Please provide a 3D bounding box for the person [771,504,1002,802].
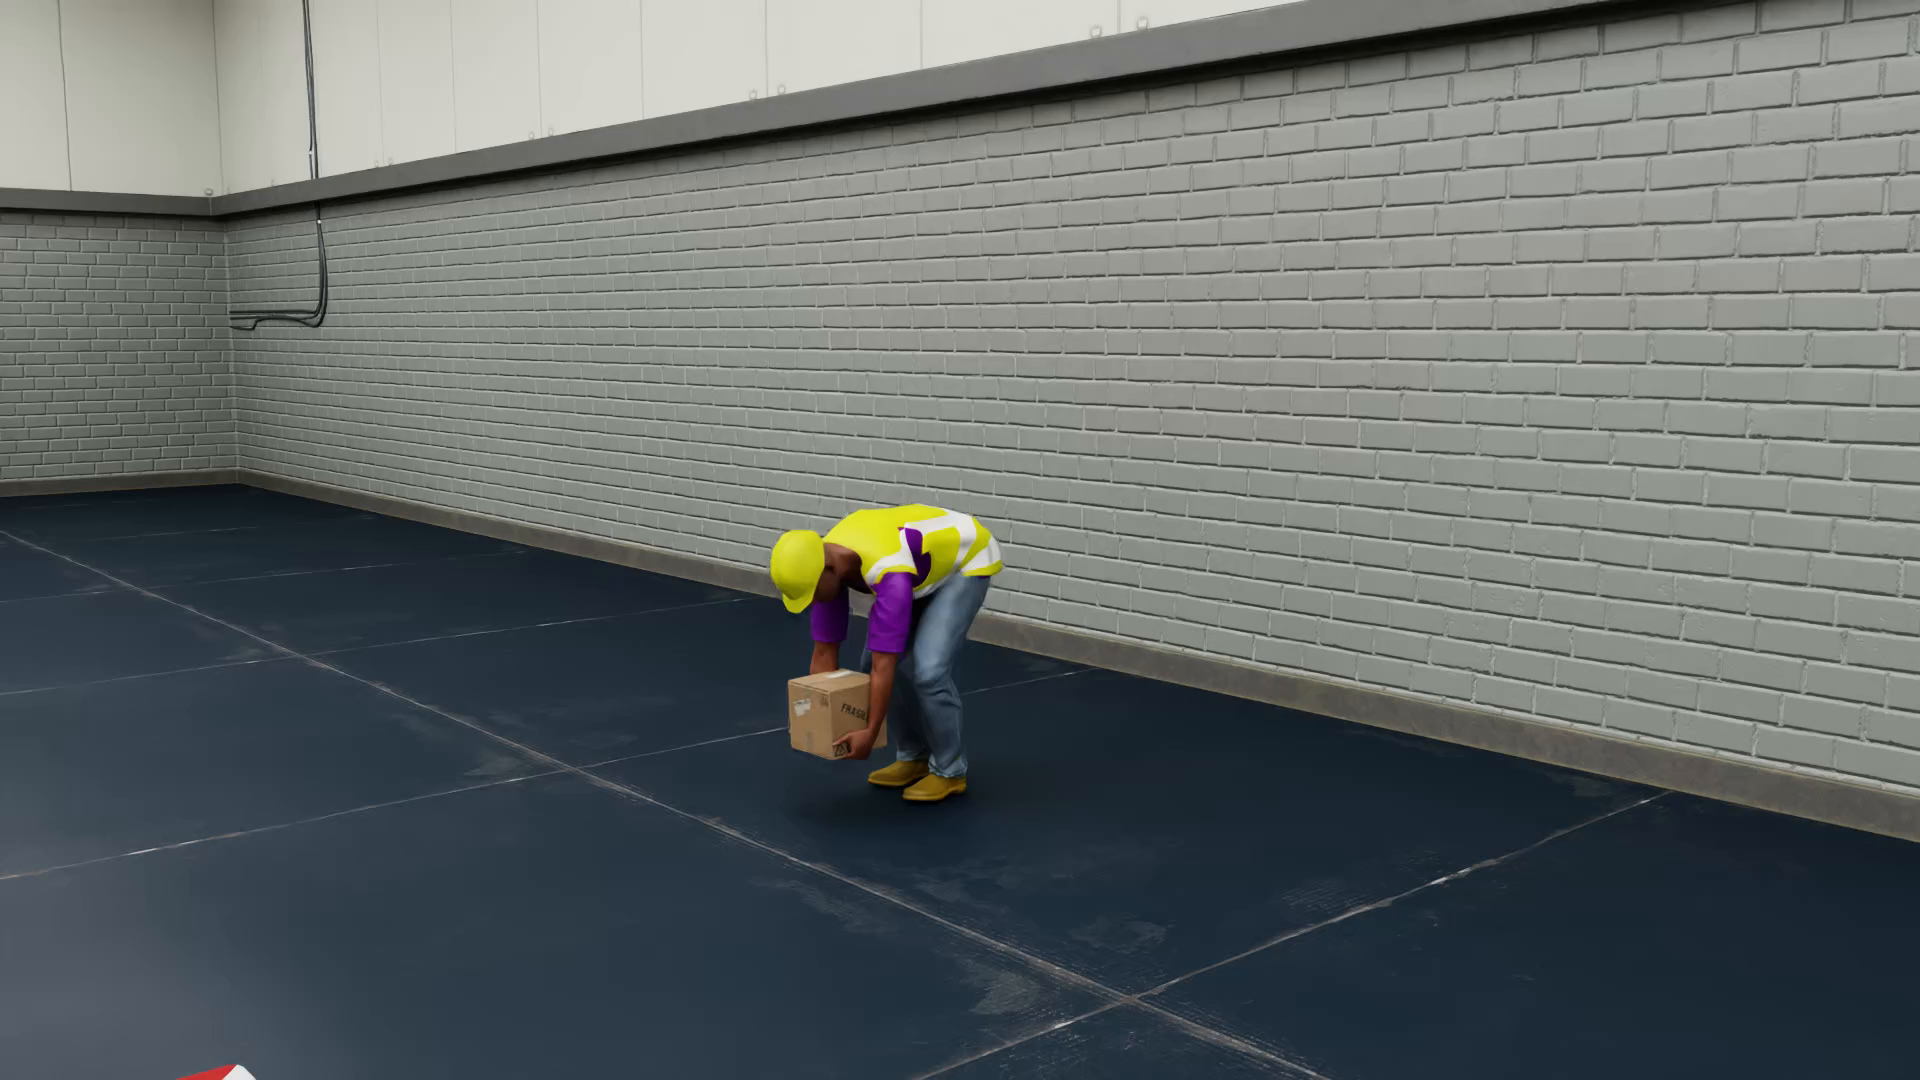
[{"bbox_3d":[-0.279,0.426,6.068,0.982,1.076,0.483,-7,10,-43],"label":"person"}]
